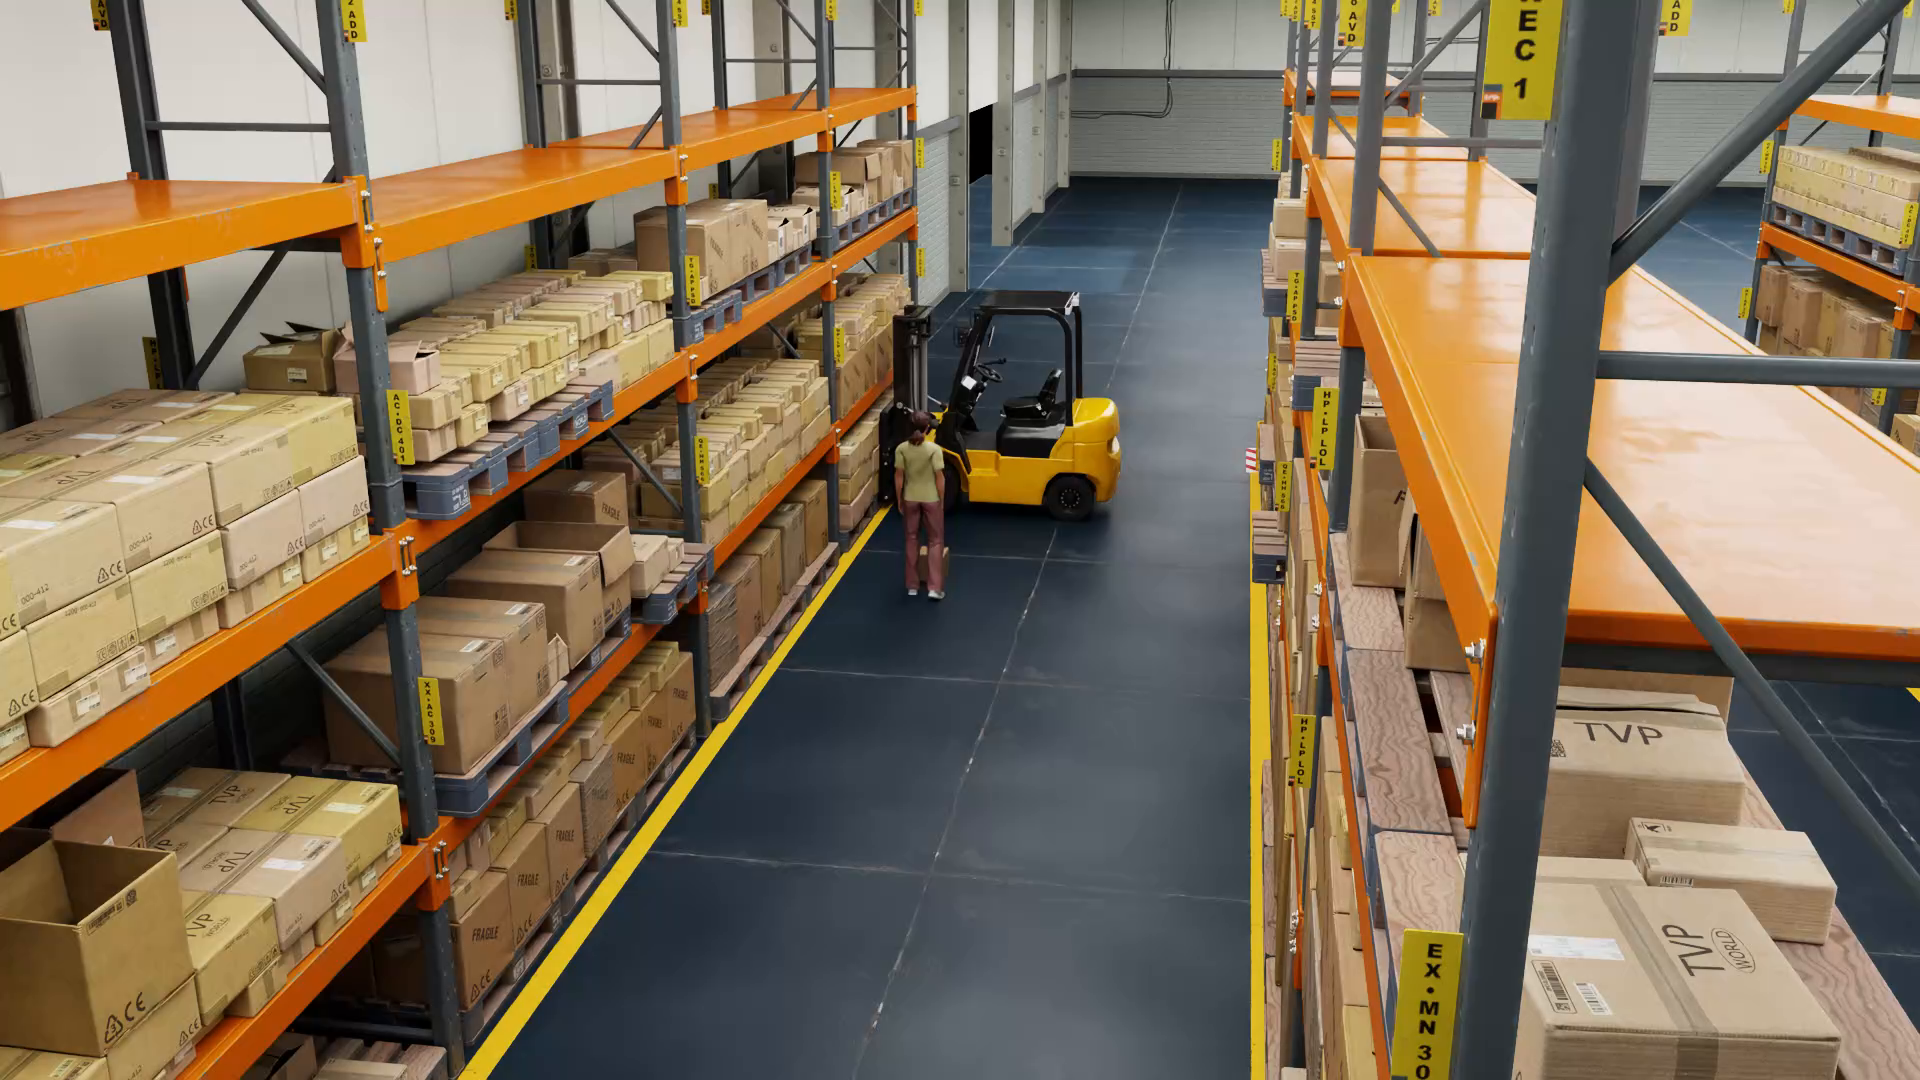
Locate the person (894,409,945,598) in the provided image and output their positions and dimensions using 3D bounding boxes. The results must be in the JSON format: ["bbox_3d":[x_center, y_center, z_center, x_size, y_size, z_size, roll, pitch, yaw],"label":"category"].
[{"bbox_3d":[-0.342,-0.294,14.497,0.448,1.731,0.401,3,18,10],"label":"person"}]
